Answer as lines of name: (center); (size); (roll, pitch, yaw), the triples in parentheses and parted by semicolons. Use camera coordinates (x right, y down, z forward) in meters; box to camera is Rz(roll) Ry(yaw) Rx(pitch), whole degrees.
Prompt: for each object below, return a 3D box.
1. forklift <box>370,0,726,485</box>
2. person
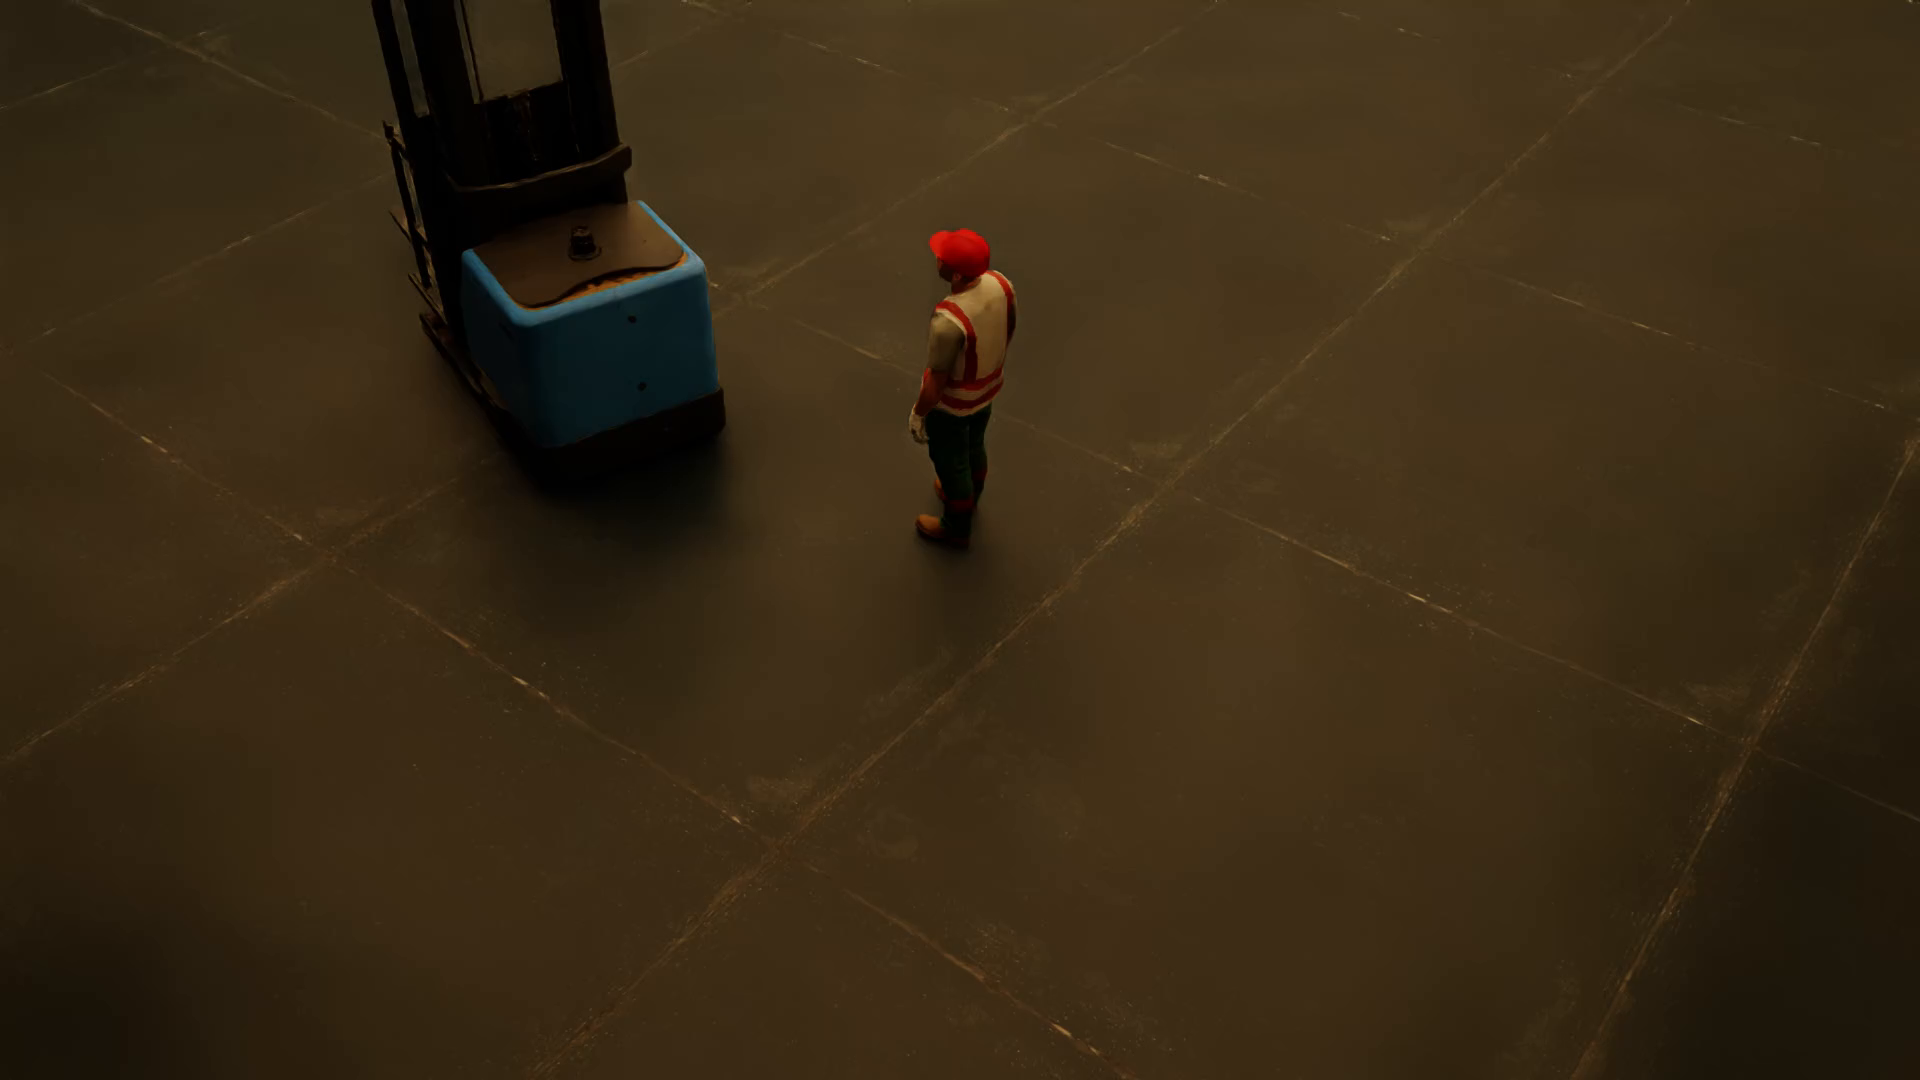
forklift: (-2.481, -2.325, 8.801); (1.130, 2.935, 3.031); (-23, 45, -24)
person: (-0.059, -0.724, 7.793); (0.559, 1.787, 0.637); (26, 47, 28)
